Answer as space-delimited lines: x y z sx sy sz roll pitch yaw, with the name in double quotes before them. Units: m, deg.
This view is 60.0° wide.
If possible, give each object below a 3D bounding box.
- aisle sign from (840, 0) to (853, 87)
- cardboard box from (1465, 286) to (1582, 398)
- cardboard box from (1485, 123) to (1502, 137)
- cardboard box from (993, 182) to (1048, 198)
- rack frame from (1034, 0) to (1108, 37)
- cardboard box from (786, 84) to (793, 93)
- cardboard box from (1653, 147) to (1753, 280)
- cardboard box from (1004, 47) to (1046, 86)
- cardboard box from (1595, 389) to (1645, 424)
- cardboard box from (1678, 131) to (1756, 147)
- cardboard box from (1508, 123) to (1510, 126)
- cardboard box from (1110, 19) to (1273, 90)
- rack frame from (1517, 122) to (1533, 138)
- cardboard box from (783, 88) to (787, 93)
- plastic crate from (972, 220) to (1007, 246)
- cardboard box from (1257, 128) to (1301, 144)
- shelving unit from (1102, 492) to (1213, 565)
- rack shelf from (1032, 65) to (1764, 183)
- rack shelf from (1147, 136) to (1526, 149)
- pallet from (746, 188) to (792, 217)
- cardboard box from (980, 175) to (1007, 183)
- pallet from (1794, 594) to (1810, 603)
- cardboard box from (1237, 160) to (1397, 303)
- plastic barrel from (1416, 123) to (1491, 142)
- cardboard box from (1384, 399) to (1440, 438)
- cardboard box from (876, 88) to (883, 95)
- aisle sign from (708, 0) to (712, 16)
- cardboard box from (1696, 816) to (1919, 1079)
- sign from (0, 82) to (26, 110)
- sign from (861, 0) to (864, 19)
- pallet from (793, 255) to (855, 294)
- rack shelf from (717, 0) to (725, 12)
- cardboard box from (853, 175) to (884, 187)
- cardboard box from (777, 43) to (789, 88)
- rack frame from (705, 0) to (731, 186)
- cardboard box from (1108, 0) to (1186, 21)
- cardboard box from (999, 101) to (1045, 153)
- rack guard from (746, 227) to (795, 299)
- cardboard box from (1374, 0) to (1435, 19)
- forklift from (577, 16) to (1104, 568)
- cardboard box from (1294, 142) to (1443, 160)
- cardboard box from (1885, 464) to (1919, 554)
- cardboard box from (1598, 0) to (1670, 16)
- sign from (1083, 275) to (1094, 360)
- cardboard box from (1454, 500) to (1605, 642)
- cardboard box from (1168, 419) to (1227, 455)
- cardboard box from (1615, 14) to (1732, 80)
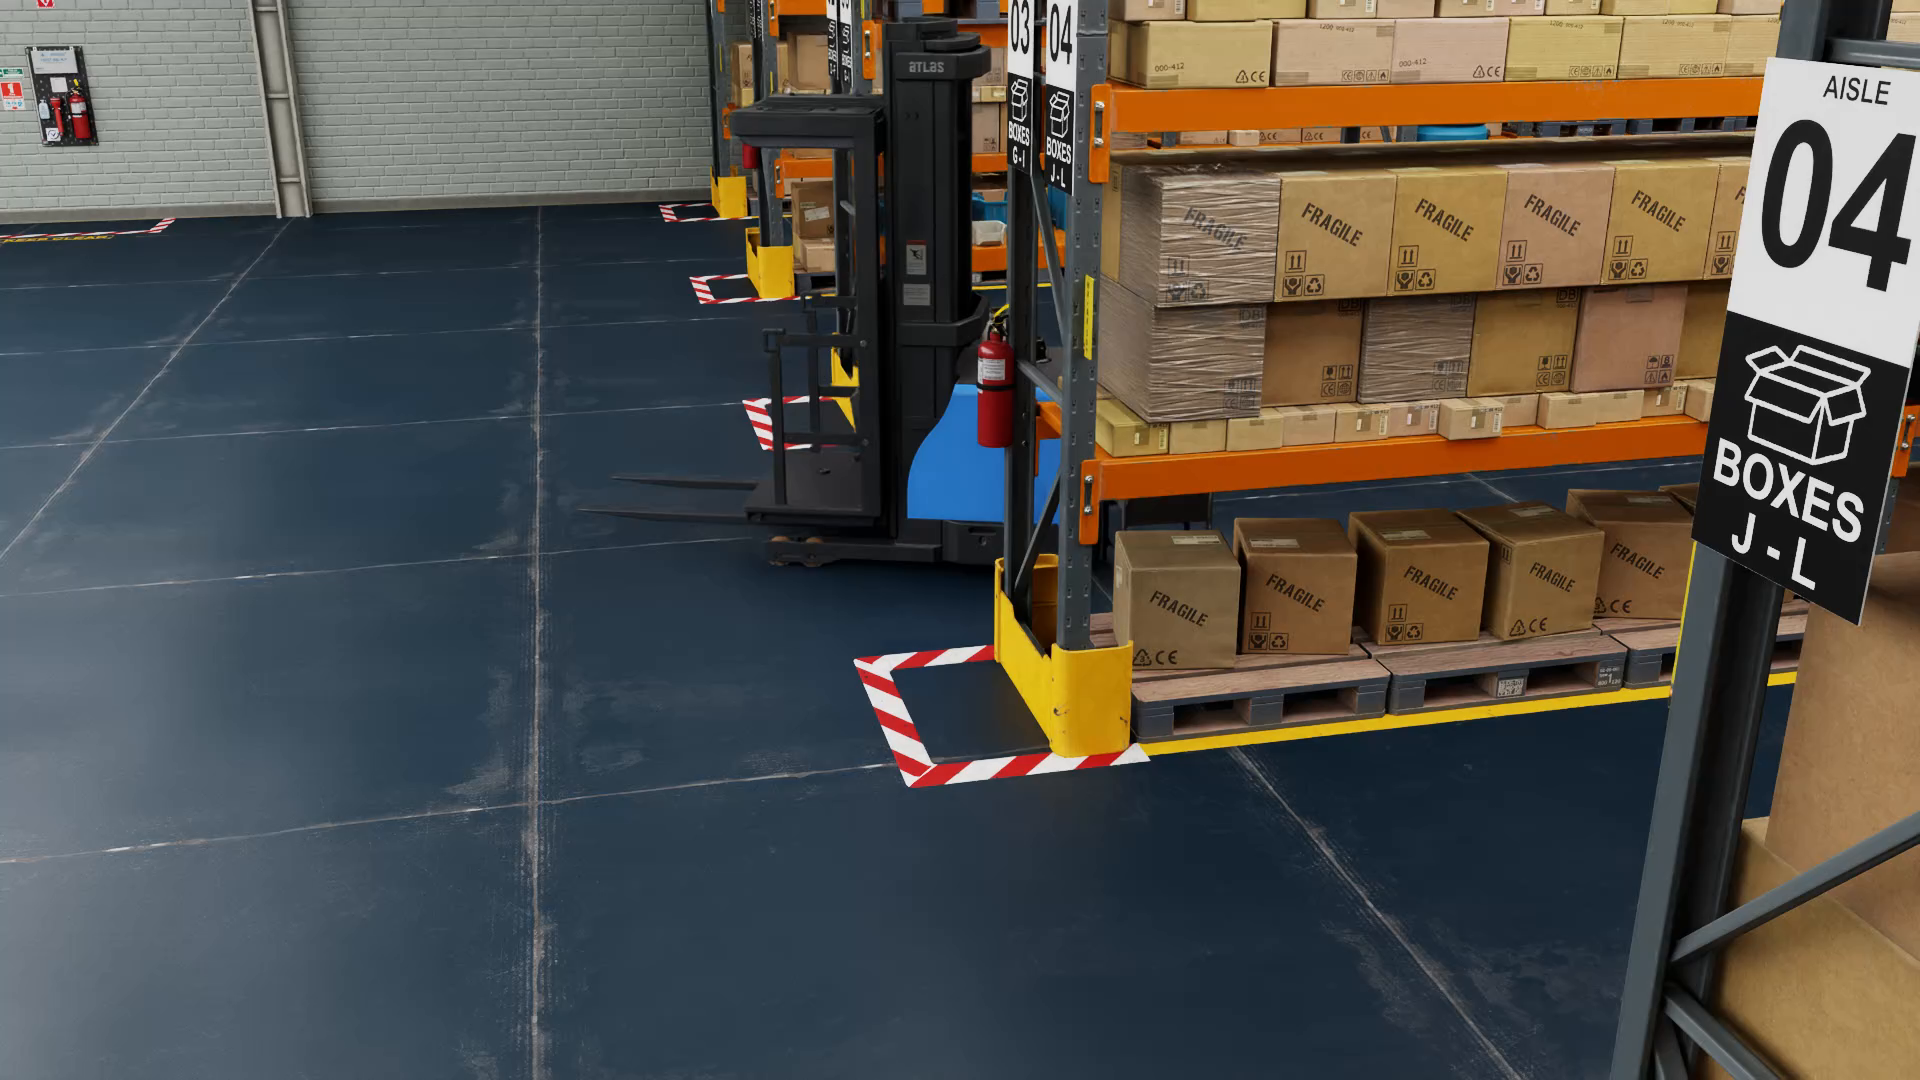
"aisle sign" -0.758 -3.435 11.052 0.004 0.787 0.394 -5 21 -12
"cardboard box" 2.371 -1.022 7.665 0.500 0.500 0.875 -5 21 -12
"cardboard box" 5.530 -4.554 18.014 0.500 0.311 0.500 -3 20 -9
"cardboard box" 0.625 -3.365 16.936 0.500 0.500 0.500 -5 21 -12
"rack frame" 0.385 -3.477 6.224 0.127 3.000 1.000 -5 21 -12
"cardboard box" -1.563 -4.422 16.437 0.250 0.149 0.380 -5 21 -13
"cardboard box" 3.416 -1.465 7.422 0.500 0.500 0.500 -5 21 -12
"cardboard box" 0.592 -4.832 16.614 0.500 0.500 0.700 -5 21 -12
"cardboard box" 2.908 -0.661 7.624 0.250 0.149 0.380 -5 21 -12
"cardboard box" 3.781 -1.682 8.015 0.500 0.500 0.500 -5 21 -12
"cardboard box" 7.176 -5.606 23.271 0.750 0.750 0.750 -4 20 -11
"cardboard box" 0.913 -1.950 6.634 0.500 0.250 0.500 -4 21 -11
"rack frame" 5.894 -4.610 18.038 0.127 3.000 1.000 -5 21 -12
"cardboard box" -1.985 -5.552 20.798 0.500 0.250 0.500 -5 21 -14
"plastic crate" 0.190 -2.157 11.727 0.250 0.136 0.298 -5 21 -12
"cardboard box" 3.265 -4.437 17.421 0.500 0.500 0.500 -3 20 -9
"shelving unit" 1.094 -0.827 9.012 0.503 2.100 0.431 -4 20 -10
"rack shelf" 2.331 -1.889 7.296 4.000 0.370 1.077 -5 21 -12
"rack shelf" 3.948 -4.114 17.729 4.000 0.370 1.077 -5 21 -12
"pallet" -2.162 -4.384 21.474 1.213 0.211 1.003 -5 21 -12
"cardboard box" 0.505 -3.540 17.415 0.500 0.500 0.500 -5 21 -12
"pallet" 5.035 0.270 8.770 1.213 0.211 1.003 -5 21 -12
"cardboard box" 1.471 -1.306 6.987 0.500 0.500 0.500 -5 21 -12
"plastic barrel" 3.583 -2.799 12.367 0.708 0.901 0.600 -5 21 -12
"cardboard box" 1.932 -0.586 7.419 0.250 0.149 0.380 -5 21 -12
"cardboard box" -0.714 -4.347 16.233 0.250 0.149 0.380 -5 21 -13
"aisle sign" -3.036 -6.749 20.098 0.004 0.787 0.394 -5 21 -12
"cardboard box" 1.778 0.893 2.798 0.550 0.550 0.875 -5 21 -12
"sign" -11.367 -5.329 19.950 0.234 0.329 0.001 -5 21 -12
"sign" -0.633 -3.546 10.761 0.005 0.325 0.100 -5 21 -12
"pallet" -1.157 -2.742 16.992 1.213 0.211 1.003 -5 21 -12
"rack shelf" -1.089 -6.863 20.875 4.000 0.370 1.077 -5 21 -12
"cardboard box" -1.061 -4.778 21.493 0.500 0.500 0.700 -6 21 -16
"cardboard box" -2.018 -5.898 20.655 0.500 0.500 0.500 -5 21 -12
"rack frame" -3.035 -5.634 20.835 0.127 3.000 1.000 -5 21 -12
"cardboard box" 0.706 -2.130 6.546 0.250 0.149 0.380 -5 21 -13
"cardboard box" 0.570 -4.221 16.830 0.500 0.500 0.700 -4 21 -12
"rack guard" -1.915 -2.801 16.734 0.348 0.500 1.175 -5 21 -12
"cardboard box" 1.717 -2.195 6.723 0.250 0.149 0.380 -5 21 -13
"forklift" -0.682 -1.397 9.368 3.031 2.935 1.130 2 20 6
"cardboard box" 1.835 -1.523 7.579 0.500 0.500 0.500 -5 21 -12
"cardboard box" 4.880 -0.051 8.588 0.500 0.500 0.700 -6 21 -17
"cardboard box" 2.746 -2.274 6.938 0.250 0.149 0.380 -4 20 -10
"sign" 0.510 -0.885 6.611 0.005 0.325 0.100 -5 21 -12
"cardboard box" 2.737 0.141 8.092 0.500 0.500 0.500 -7 21 -17
"cardboard box" 0.964 -0.498 7.180 0.250 0.149 0.380 -5 21 -12
"cardboard box" 2.888 -2.111 7.075 0.500 0.250 0.500 -5 21 -13
